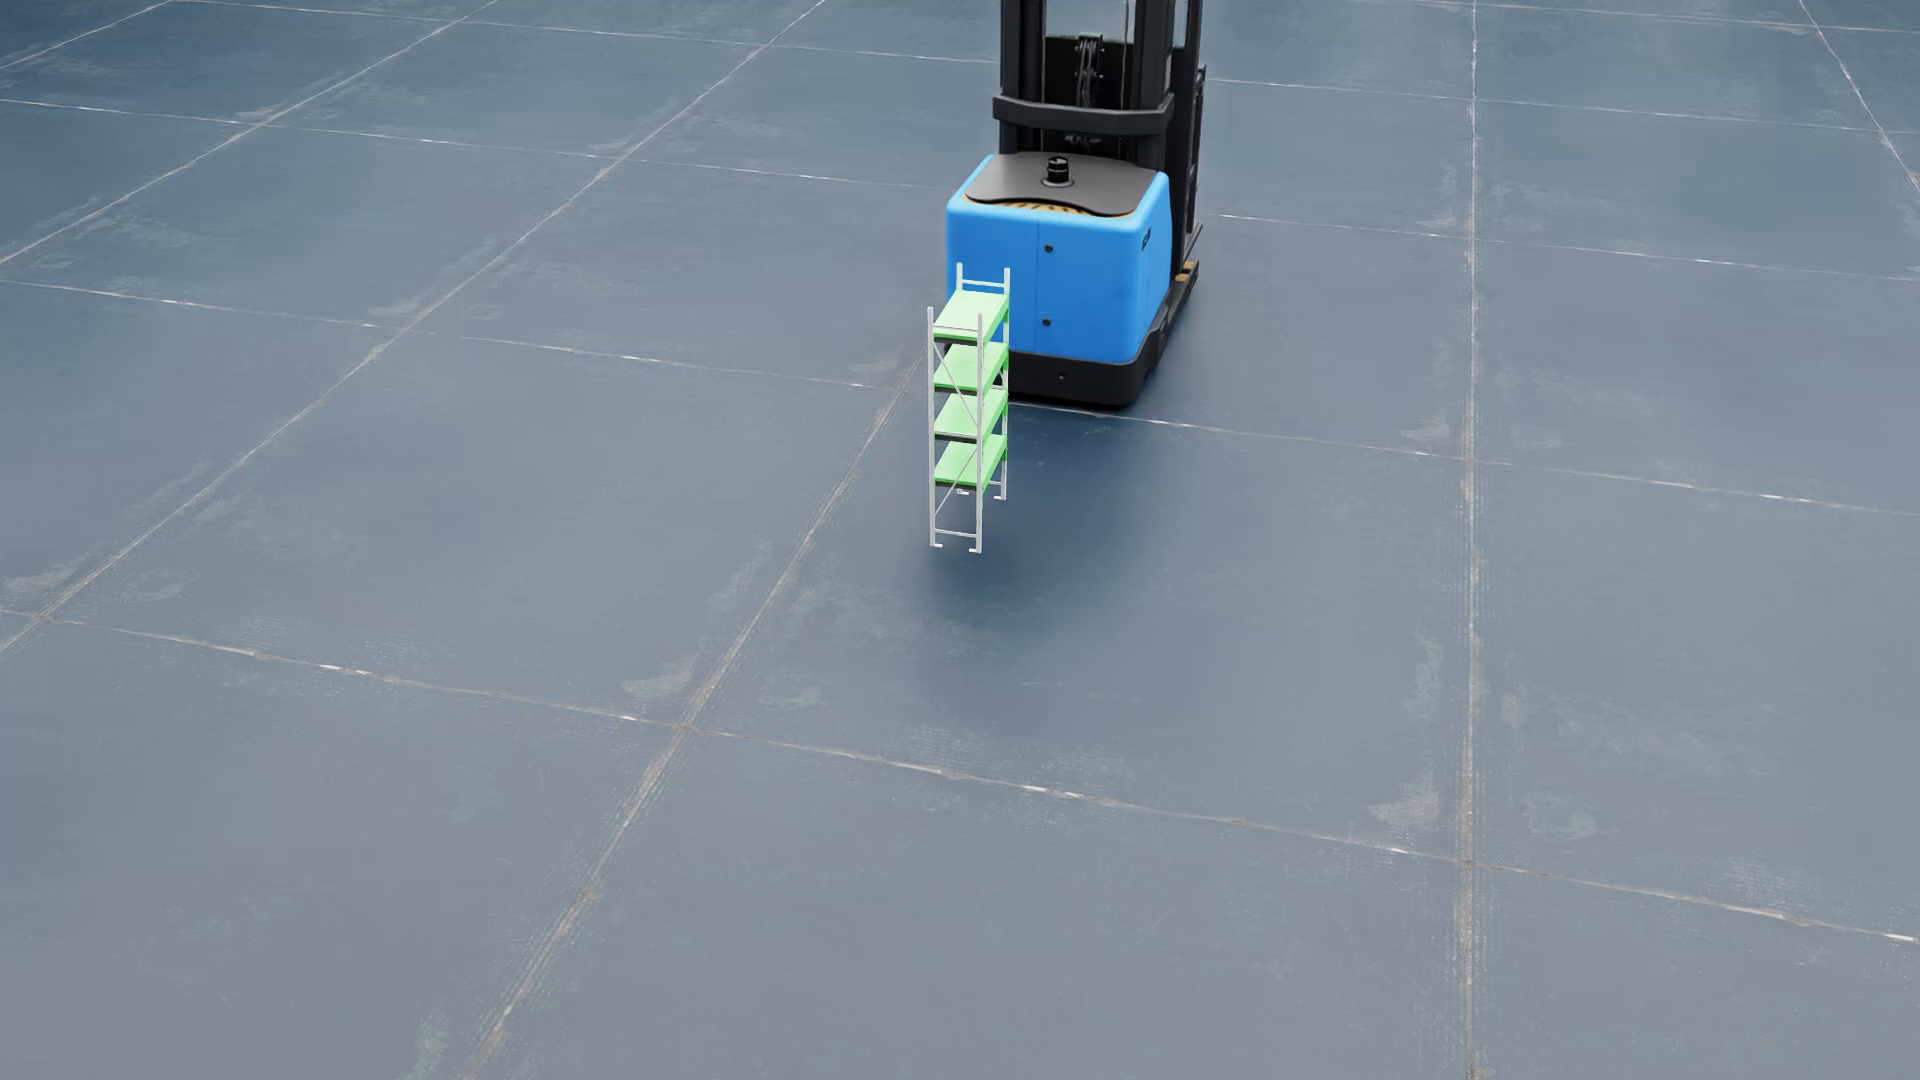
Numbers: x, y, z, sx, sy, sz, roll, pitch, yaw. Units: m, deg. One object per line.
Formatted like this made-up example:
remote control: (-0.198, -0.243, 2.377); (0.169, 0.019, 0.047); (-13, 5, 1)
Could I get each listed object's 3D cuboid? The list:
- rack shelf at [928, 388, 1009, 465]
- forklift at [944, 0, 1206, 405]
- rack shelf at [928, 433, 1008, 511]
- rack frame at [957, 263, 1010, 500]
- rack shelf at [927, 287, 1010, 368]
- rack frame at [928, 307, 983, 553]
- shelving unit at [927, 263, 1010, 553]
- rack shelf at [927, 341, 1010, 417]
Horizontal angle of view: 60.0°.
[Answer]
rack shelf: (0.042, -0.538, 7.597); (0.258, 0.148, 0.480); (8, 33, 12)
forklift: (0.829, -2.726, 9.306); (1.130, 2.935, 3.031); (9, 34, 14)
rack shelf: (0.042, -0.336, 7.726); (0.258, 0.148, 0.480); (8, 33, 12)
rack frame: (0.104, -0.719, 7.762); (0.240, 1.200, 0.015); (8, 33, 12)
rack shelf: (0.042, -0.943, 7.340); (0.258, 0.148, 0.480); (8, 33, 12)
rack frame: (-0.020, -0.466, 7.364); (0.240, 1.200, 0.015); (8, 33, 12)
shelving unit: (0.042, -0.592, 7.563); (0.258, 1.200, 0.503); (8, 33, 12)
rack shelf: (0.042, -0.741, 7.469); (0.258, 0.148, 0.480); (8, 33, 12)
